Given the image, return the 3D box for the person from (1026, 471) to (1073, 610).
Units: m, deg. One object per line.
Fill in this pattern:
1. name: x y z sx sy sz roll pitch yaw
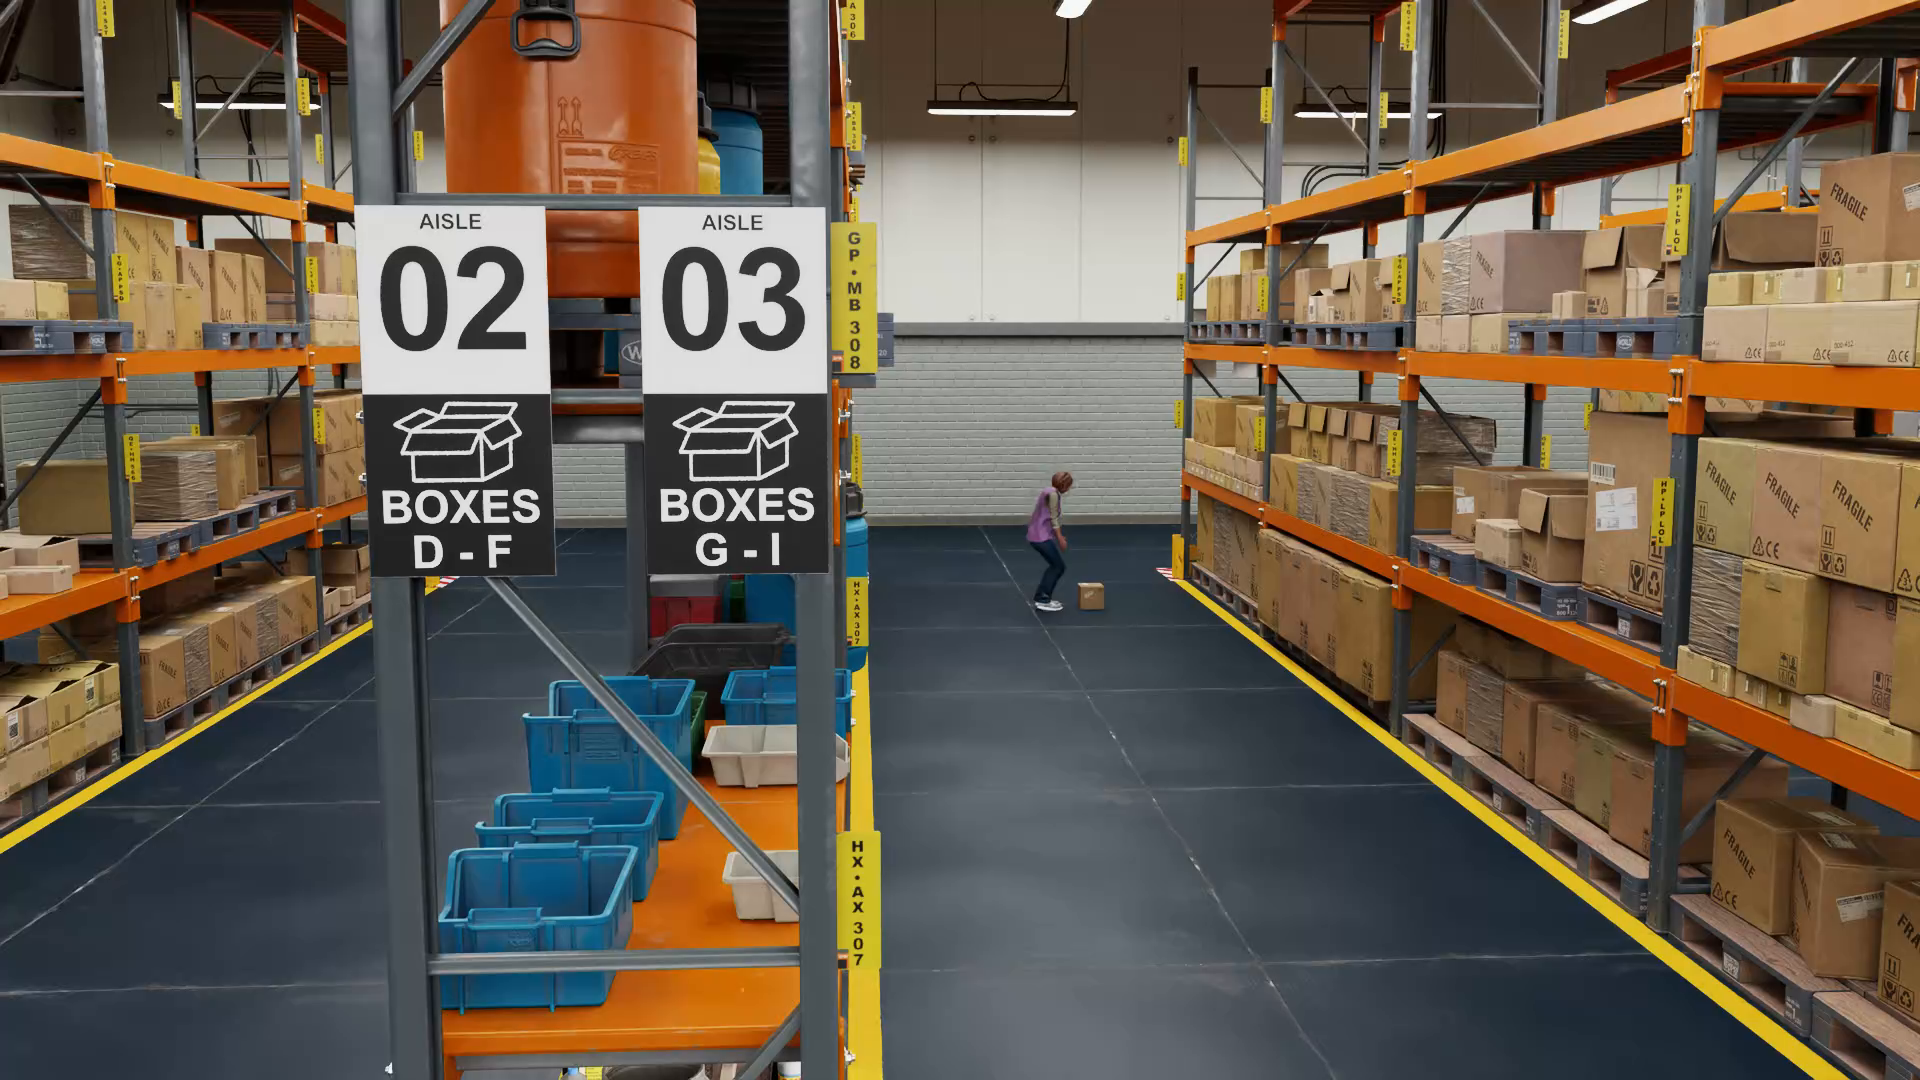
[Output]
1. person: 0.957 0.008 17.811 0.497 1.466 0.447 0 7 -3
